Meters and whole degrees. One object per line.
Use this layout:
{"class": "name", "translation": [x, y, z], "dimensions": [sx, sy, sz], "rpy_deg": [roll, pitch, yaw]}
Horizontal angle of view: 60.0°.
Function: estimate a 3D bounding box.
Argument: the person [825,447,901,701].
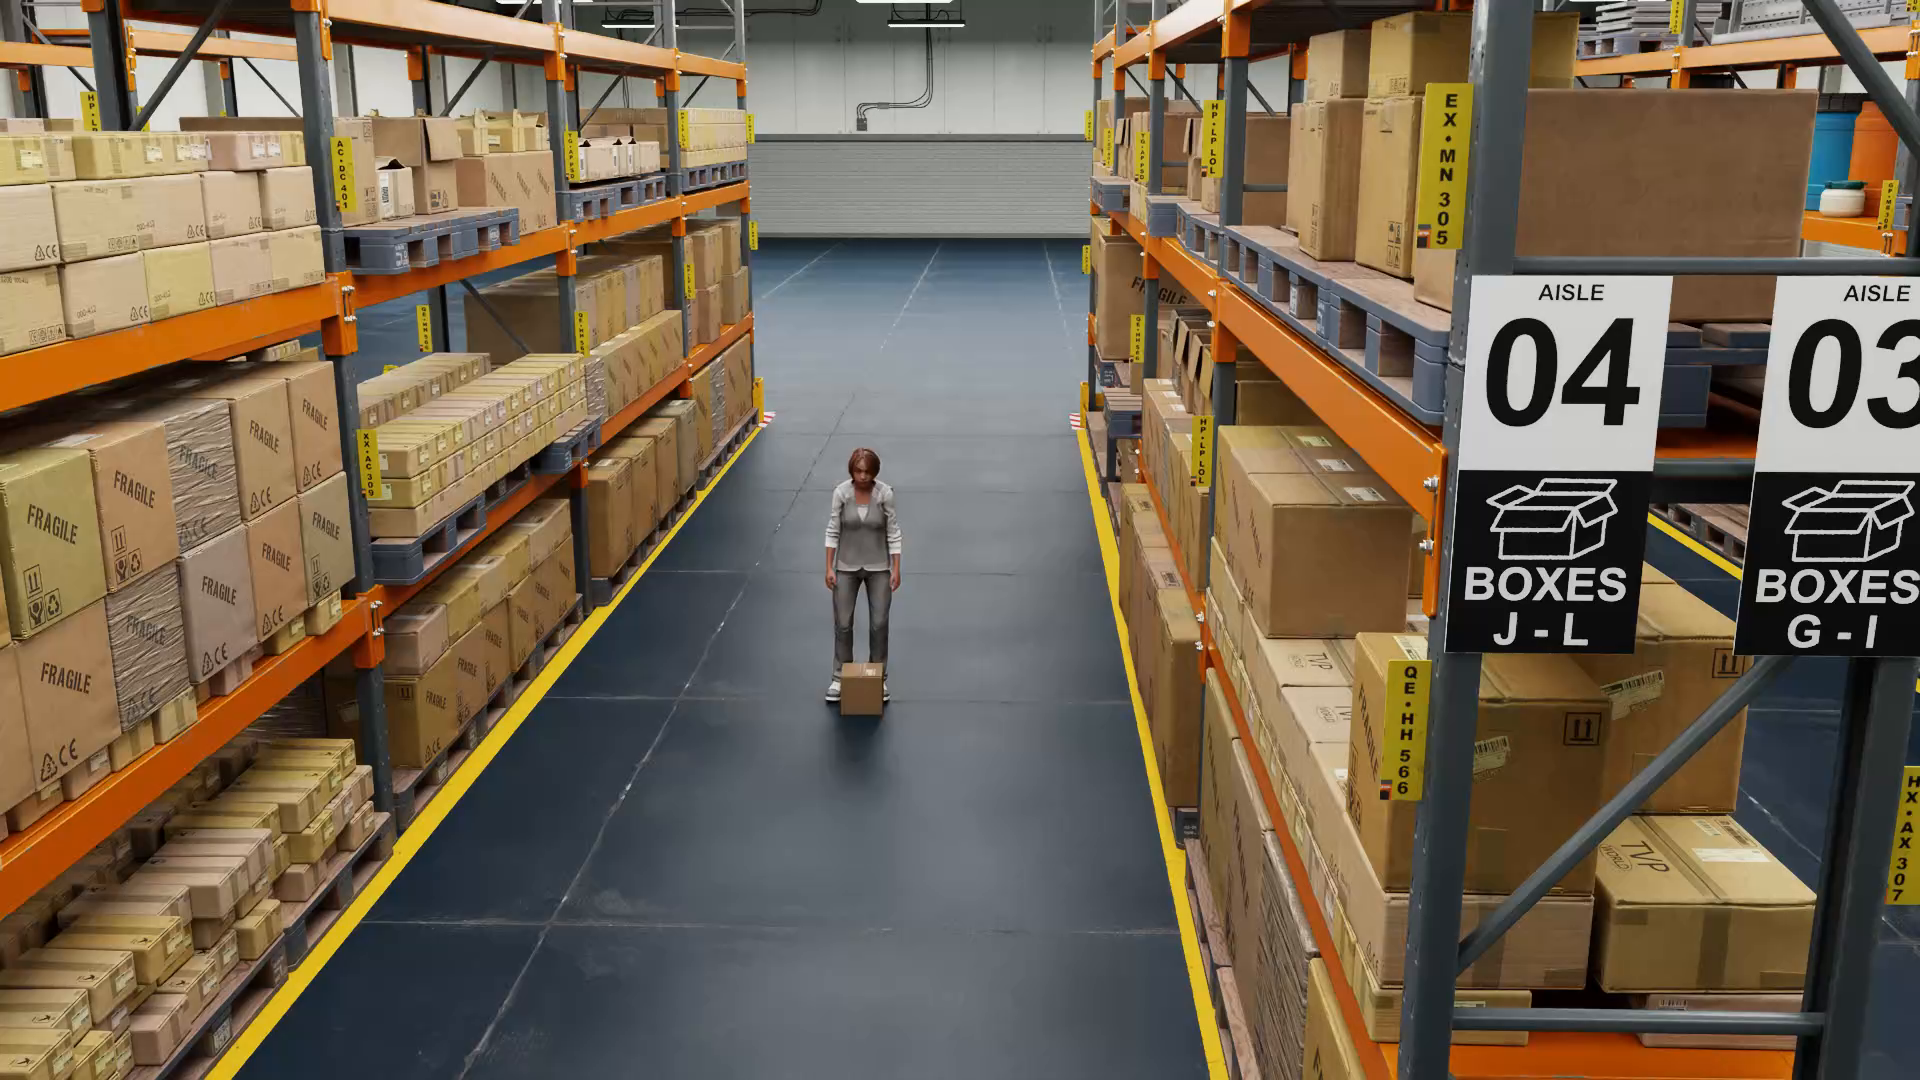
{"class": "person", "translation": [-0.597, 0.202, 10.225], "dimensions": [0.476, 1.593, 0.348], "rpy_deg": [0, 14, 0]}
